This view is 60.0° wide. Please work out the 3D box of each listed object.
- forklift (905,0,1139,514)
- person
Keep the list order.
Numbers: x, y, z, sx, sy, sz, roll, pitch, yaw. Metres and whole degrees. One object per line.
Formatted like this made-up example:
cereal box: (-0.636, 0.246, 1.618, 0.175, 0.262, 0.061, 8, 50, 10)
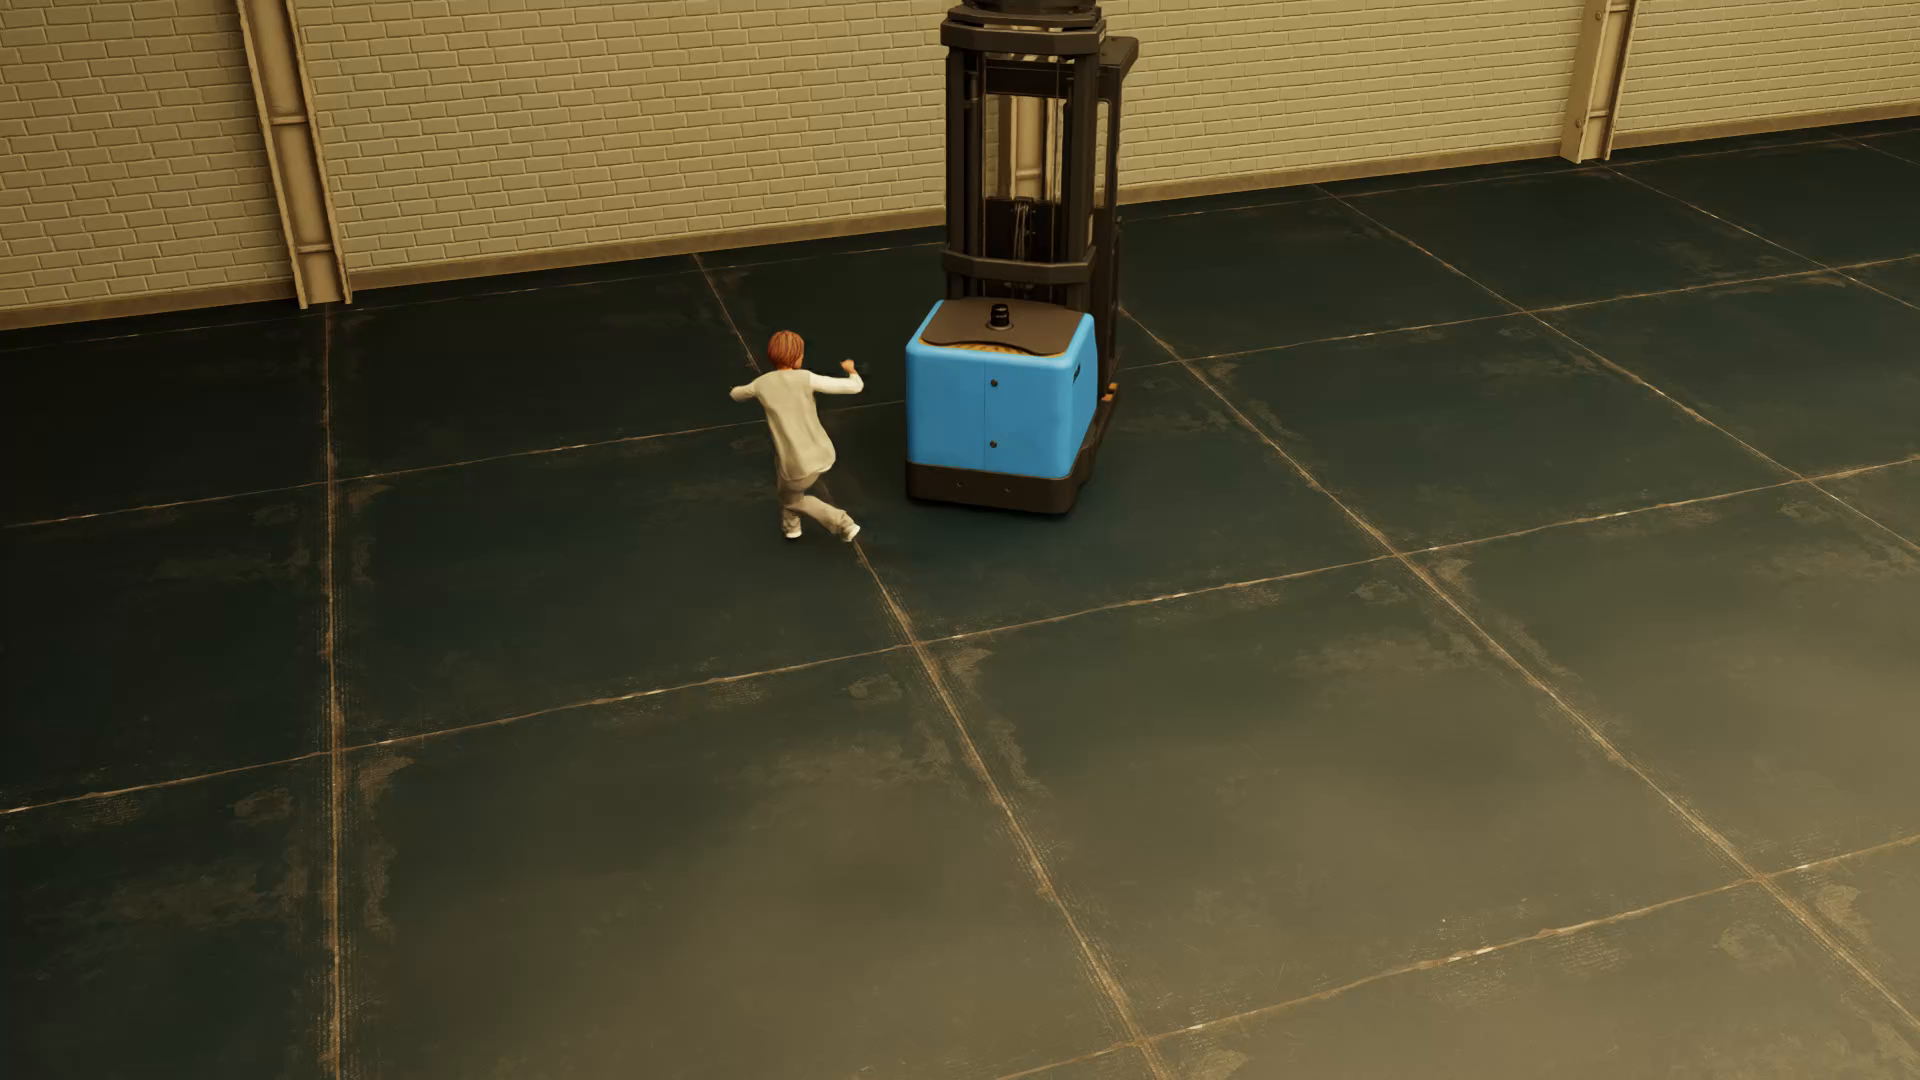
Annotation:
forklift: (0.509, -2.151, 10.825, 1.130, 2.935, 3.031, 7, 31, 12)
person: (-0.922, -0.626, 9.796, 0.701, 1.352, 1.021, -18, 35, -28)
